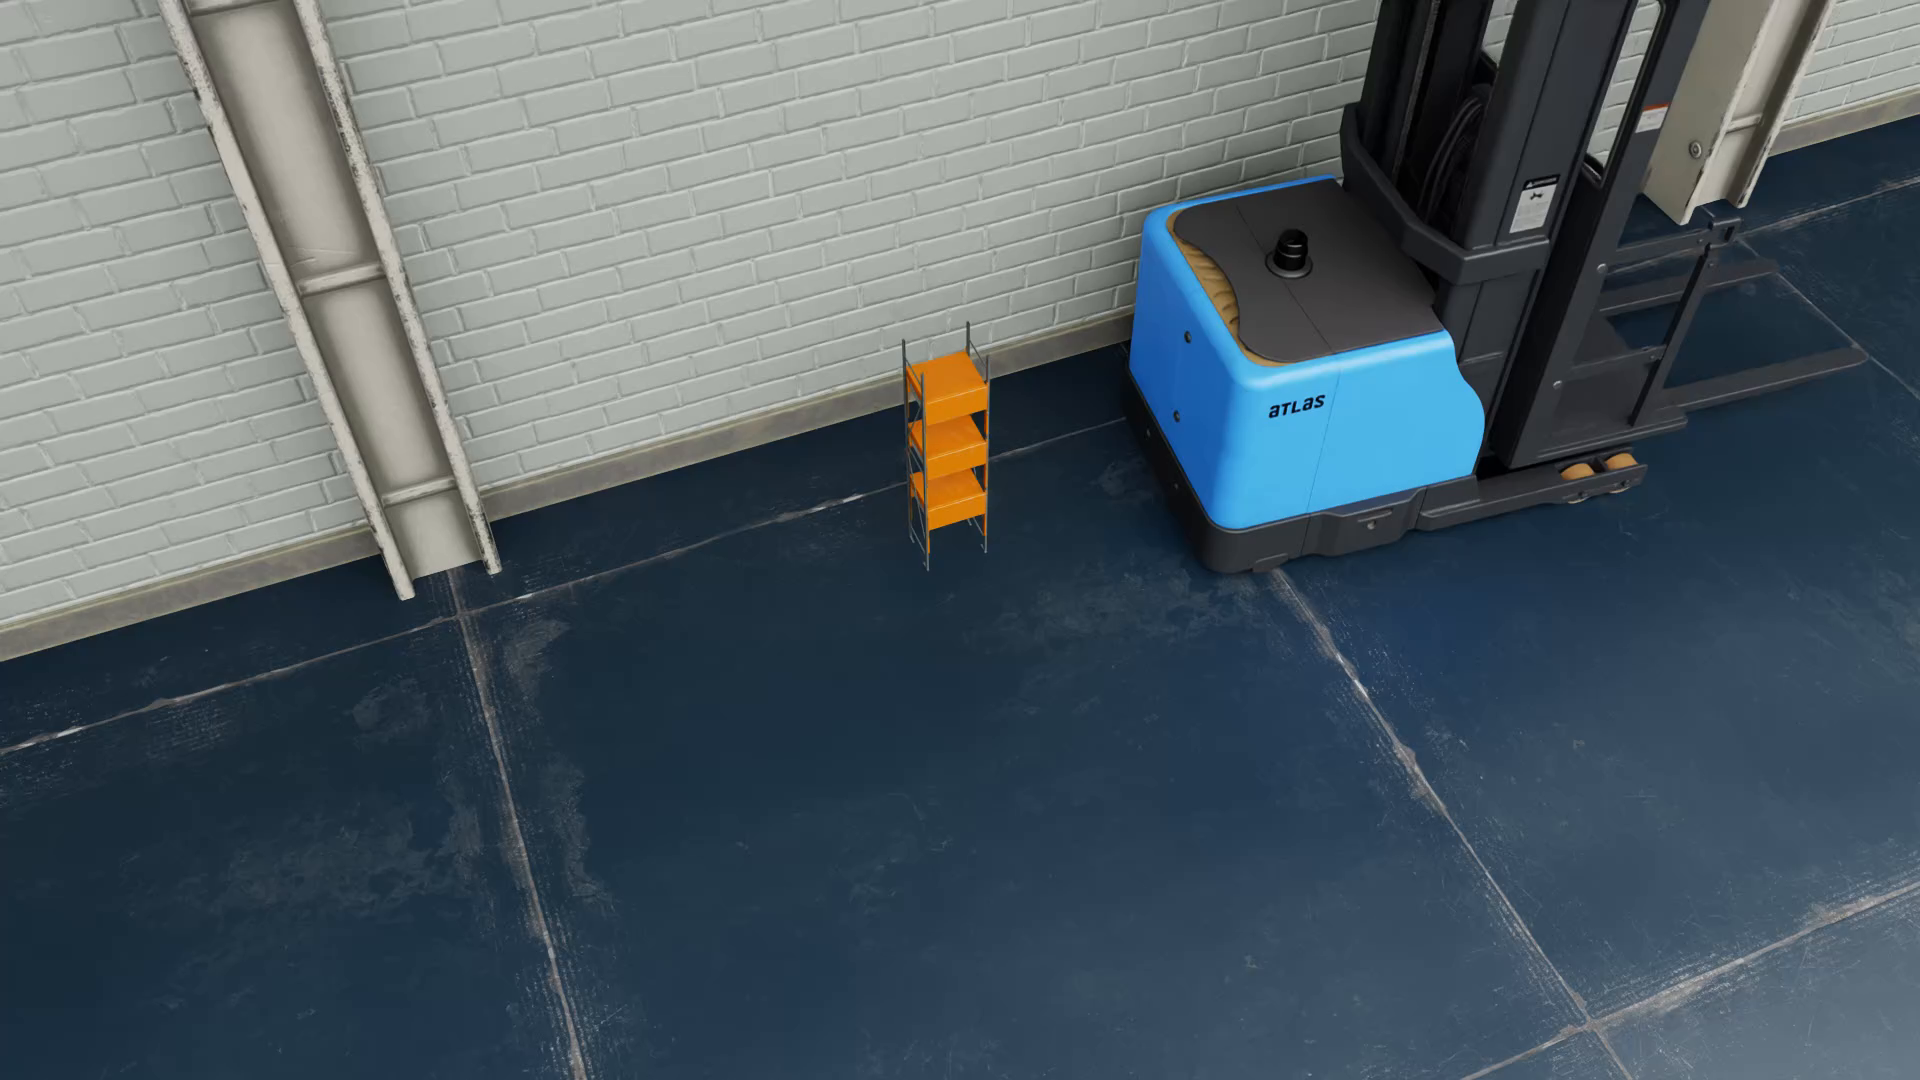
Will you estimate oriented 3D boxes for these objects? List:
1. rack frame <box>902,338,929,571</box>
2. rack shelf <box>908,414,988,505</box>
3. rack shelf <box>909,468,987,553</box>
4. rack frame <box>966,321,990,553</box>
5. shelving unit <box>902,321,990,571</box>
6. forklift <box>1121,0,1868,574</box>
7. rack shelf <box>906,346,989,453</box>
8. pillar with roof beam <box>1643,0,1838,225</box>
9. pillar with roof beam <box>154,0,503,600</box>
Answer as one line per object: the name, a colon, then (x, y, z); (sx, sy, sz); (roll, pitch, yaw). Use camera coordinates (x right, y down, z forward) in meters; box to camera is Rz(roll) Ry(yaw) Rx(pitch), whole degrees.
rack frame: (-0.162, -0.292, 6.149); (0.008, 1.050, 0.200); (-17, 52, -14)
rack shelf: (-0.050, -0.320, 6.187); (0.240, 0.259, 0.215); (-17, 52, -14)
rack shelf: (-0.050, -0.139, 6.398); (0.240, 0.259, 0.215); (-17, 52, -14)
rack frame: (0.063, -0.362, 6.209); (0.008, 1.050, 0.200); (-17, 52, -14)
shelving unit: (-0.050, -0.327, 6.179); (0.252, 1.050, 0.215); (-17, 52, -14)
forklift: (2.251, -1.475, 5.926); (3.031, 2.935, 1.130); (-13, 51, -11)
rack shelf: (-0.050, -0.505, 5.972); (0.240, 0.259, 0.215); (-17, 52, -14)
pillar with roof beam: (5.157, -1.561, 1.999); (0.400, 9.000, 9.100); (-17, 52, -14)
pillar with roof beam: (-0.398, 0.160, 0.521); (0.400, 9.000, 9.100); (-17, 52, -14)
